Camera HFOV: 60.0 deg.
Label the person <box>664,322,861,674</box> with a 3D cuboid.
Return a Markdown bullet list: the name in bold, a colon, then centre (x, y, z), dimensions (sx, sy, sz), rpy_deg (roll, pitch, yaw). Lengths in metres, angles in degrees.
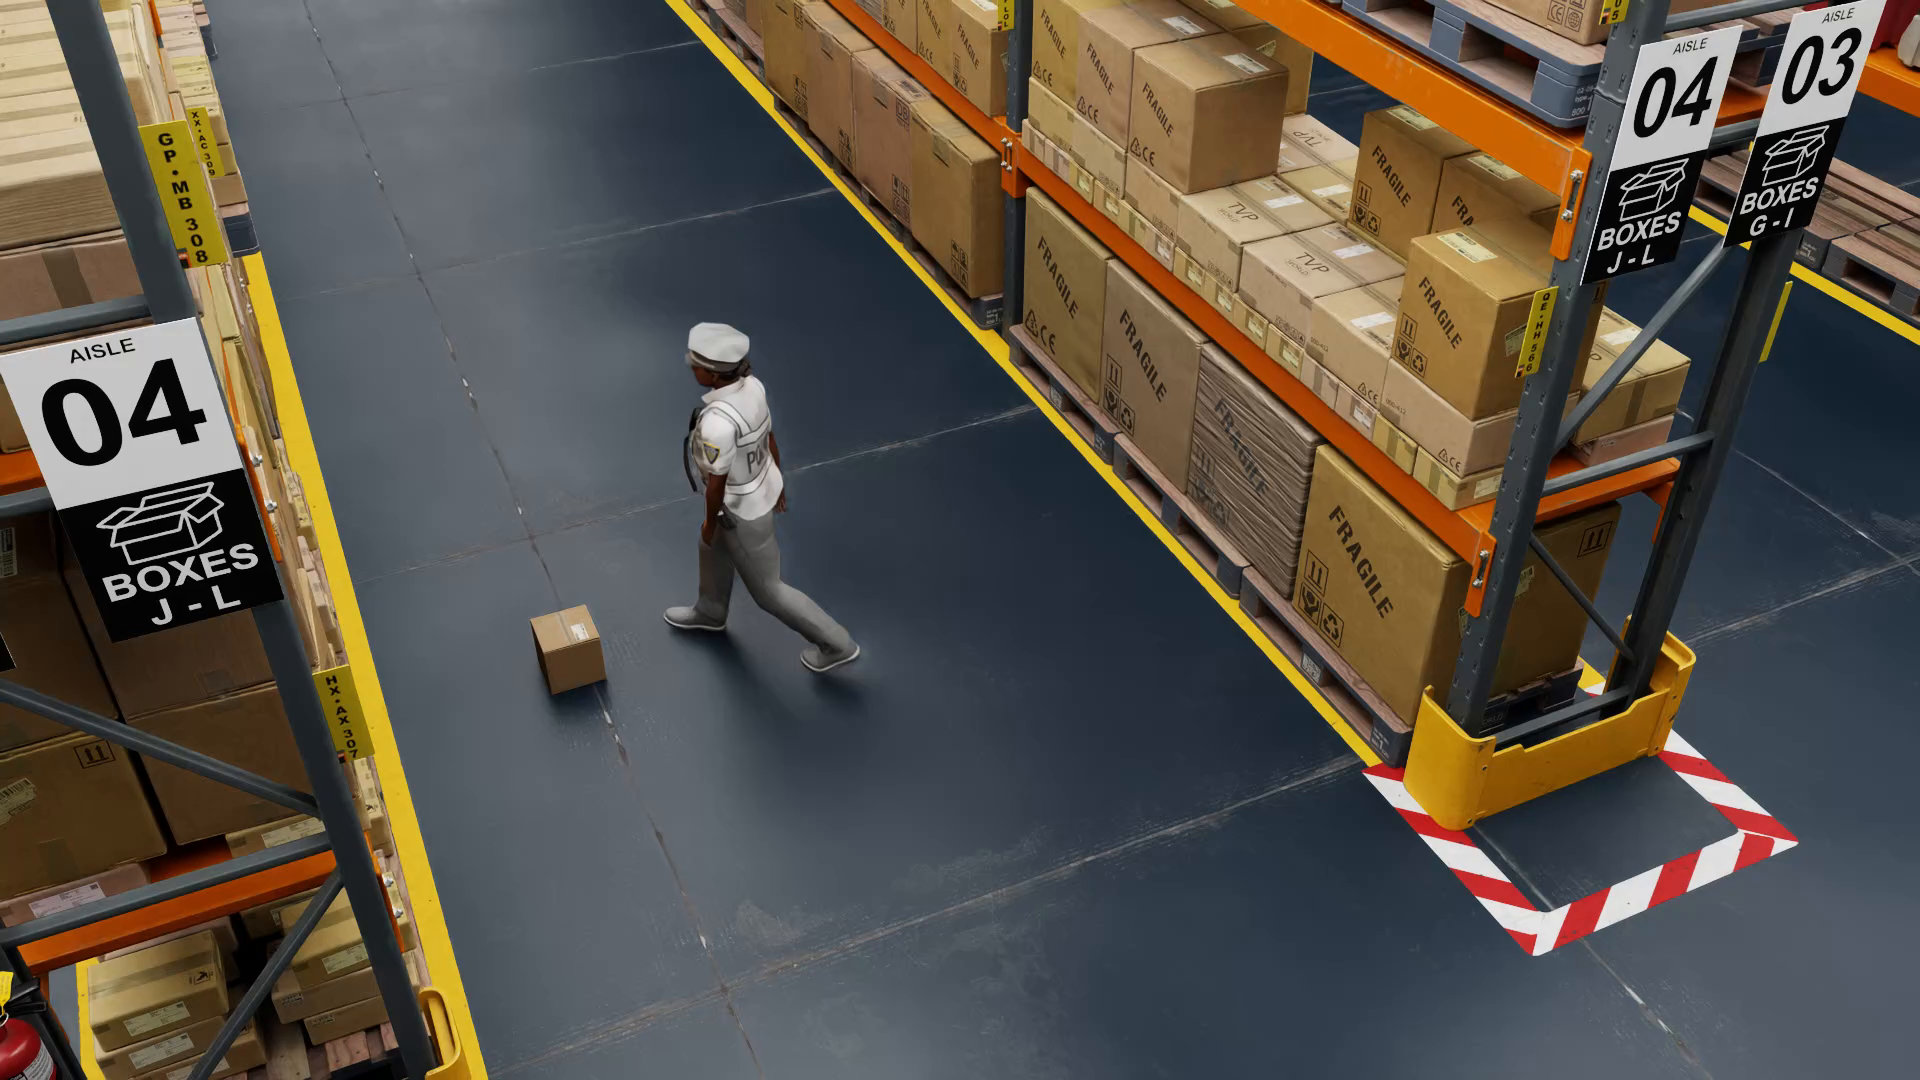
- **person**: centre (-0.891, -0.170, 7.068), dimensions (0.986, 1.627, 0.462), rpy_deg (6, 38, 8)
